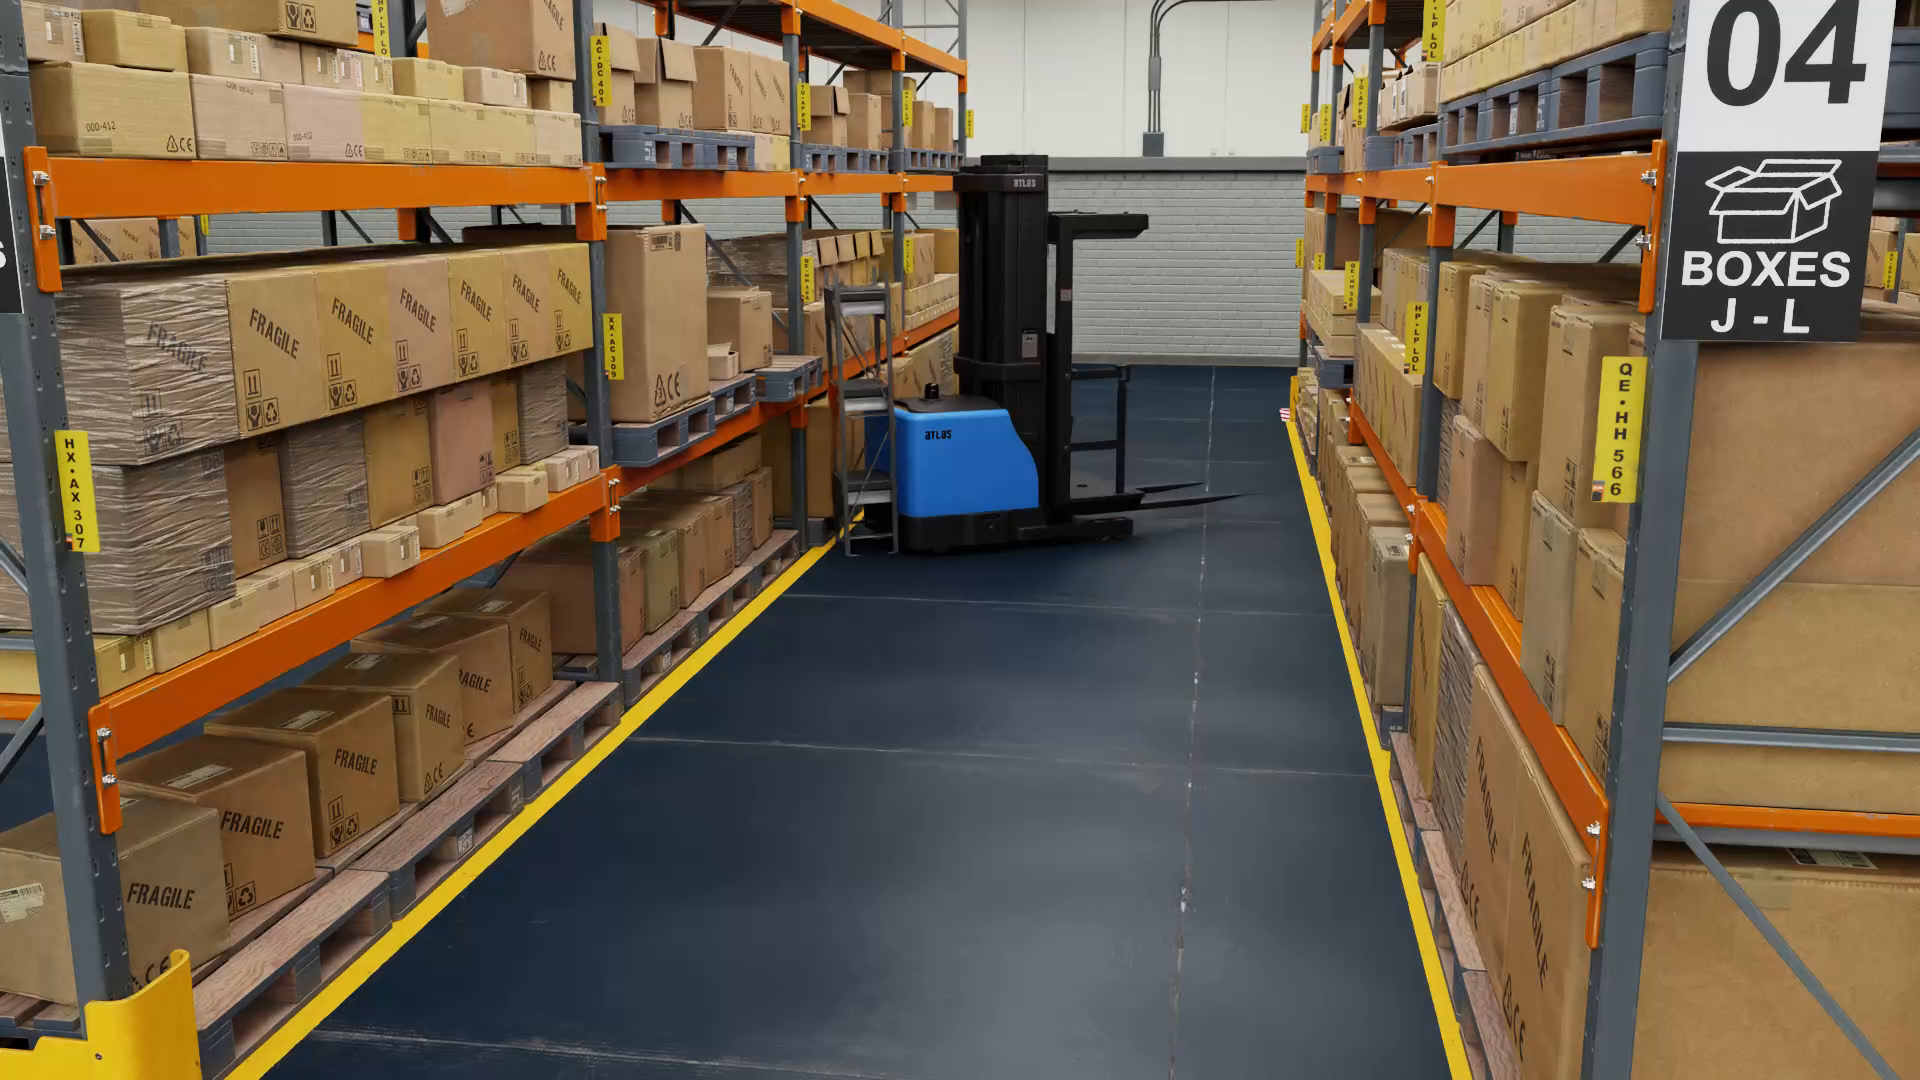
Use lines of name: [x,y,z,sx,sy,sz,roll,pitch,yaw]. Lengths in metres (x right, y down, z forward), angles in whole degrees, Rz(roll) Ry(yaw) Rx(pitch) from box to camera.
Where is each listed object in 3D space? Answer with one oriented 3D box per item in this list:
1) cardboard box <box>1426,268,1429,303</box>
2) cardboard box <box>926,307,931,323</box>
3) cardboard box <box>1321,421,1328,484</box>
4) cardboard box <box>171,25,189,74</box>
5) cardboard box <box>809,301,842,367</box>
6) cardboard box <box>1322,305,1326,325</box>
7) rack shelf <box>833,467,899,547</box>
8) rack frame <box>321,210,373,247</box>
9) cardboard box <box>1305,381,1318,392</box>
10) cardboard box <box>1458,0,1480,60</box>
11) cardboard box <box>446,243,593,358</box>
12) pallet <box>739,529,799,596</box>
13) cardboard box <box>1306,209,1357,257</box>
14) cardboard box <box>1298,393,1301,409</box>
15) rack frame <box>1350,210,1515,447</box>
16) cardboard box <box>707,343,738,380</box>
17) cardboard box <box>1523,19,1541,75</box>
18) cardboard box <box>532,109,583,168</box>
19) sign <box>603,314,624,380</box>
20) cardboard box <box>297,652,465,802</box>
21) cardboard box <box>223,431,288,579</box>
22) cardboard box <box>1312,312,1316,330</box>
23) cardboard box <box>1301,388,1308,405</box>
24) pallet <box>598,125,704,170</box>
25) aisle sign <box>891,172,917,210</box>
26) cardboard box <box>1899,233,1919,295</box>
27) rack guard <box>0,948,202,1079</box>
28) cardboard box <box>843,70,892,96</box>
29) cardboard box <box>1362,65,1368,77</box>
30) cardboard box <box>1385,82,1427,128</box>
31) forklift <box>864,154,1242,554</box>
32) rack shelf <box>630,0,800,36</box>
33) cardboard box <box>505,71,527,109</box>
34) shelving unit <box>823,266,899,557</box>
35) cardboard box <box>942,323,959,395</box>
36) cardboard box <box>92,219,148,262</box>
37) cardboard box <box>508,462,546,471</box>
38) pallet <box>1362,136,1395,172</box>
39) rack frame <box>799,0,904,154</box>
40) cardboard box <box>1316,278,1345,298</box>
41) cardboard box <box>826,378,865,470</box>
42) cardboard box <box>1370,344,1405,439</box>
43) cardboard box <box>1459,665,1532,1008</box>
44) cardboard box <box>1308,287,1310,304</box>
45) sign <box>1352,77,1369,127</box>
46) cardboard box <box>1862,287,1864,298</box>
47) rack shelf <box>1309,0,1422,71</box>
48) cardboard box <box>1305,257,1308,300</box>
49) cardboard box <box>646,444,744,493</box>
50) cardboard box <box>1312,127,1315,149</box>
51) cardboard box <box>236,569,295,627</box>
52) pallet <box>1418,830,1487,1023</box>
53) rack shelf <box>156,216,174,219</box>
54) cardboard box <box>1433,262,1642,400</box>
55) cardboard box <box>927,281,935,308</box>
cardboard box: [2.765,-1.123,8.471,0.700,0.500,0.500,2,12,8]
cardboard box: [-0.506,-2.367,17.452,0.380,0.149,0.250,2,12,8]
cardboard box: [3.392,-0.767,14.371,0.500,0.500,0.500,2,12,11]
cardboard box: [-2.560,-1.468,4.977,0.380,0.149,0.250,2,12,8]
cardboard box: [-1.233,-1.637,13.233,0.500,0.500,0.500,2,12,7]
cardboard box: [2.975,-1.715,12.724,0.380,0.149,0.250,2,12,9]
rack shelf: [-0.720,-0.269,12.591,0.431,0.518,0.480,-4,14,-12]
rack frame: [-5.932,-2.382,16.925,1.000,3.000,0.127,2,12,9]
cardboard box: [3.863,-1.602,17.665,0.380,0.149,0.250,2,12,10]
cardboard box: [2.189,-1.969,6.306,0.500,0.250,0.500,2,12,8]
cardboard box: [-2.066,-1.136,7.830,0.500,0.500,0.500,2,12,9]
pallet: [-1.775,0.137,11.856,1.003,0.211,1.213,2,12,9]
cardboard box: [3.958,-3.258,17.672,0.500,0.500,0.500,2,12,7]
cardboard box: [4.066,-1.585,18.999,0.380,0.149,0.250,2,12,10]
rack frame: [3.232,-1.207,11.473,1.000,3.000,0.127,2,12,9]
cardboard box: [-1.643,-1.172,10.635,0.396,0.266,0.258,2,12,7]
cardboard box: [1.914,-1.484,5.001,0.380,0.149,0.250,2,12,9]
cardboard box: [-2.081,-1.846,7.673,0.500,0.250,0.500,2,12,11]
sign: [-1.731,-0.963,8.288,0.100,0.325,0.005,2,12,9]
cardboard box: [-2.468,0.794,7.126,0.500,0.500,0.500,1,12,4]
cardboard box: [-2.813,-0.139,5.576,0.875,0.500,0.500,2,12,9]
cardboard box: [3.175,-1.840,14.010,0.380,0.149,0.250,1,12,6]
cardboard box: [3.934,-1.570,18.221,0.380,0.149,0.250,2,12,10]
pallet: [-2.068,-2.056,8.737,1.213,0.211,1.003,2,12,9]
aisle sign: [-0.708,-4.349,19.885,0.394,0.787,0.004,2,12,9]
cardboard box: [8.402,-2.356,14.193,0.500,0.500,0.500,2,12,9]
rack guard: [-2.872,1.483,4.926,1.175,0.500,0.348,2,12,9]
cardboard box: [-0.887,-4.553,16.628,0.500,0.250,0.500,1,12,5]
cardboard box: [3.102,-3.296,11.994,0.396,0.266,0.258,2,12,9]
cardboard box: [2.826,-2.606,9.968,0.500,0.250,0.500,2,12,10]
forklift: [0.802,-1.517,13.073,3.031,2.935,1.130,-5,13,-24]
rack shelf: [-1.961,-3.358,9.871,1.077,0.370,4.000,2,12,9]
cardboard box: [-2.117,-1.959,7.254,0.380,0.149,0.250,1,12,6]
shelving unit: [-0.738,-0.963,12.425,0.431,2.100,0.503,-4,14,-12]
cardboard box: [-0.442,-2.085,19.594,0.875,0.875,0.875,2,12,9]
cardboard box: [-10.159,-3.599,19.960,0.500,0.500,0.500,2,12,10]
cardboard box: [-2.157,-0.277,7.755,0.380,0.149,0.250,2,12,9]
pallet: [3.186,-2.445,10.547,1.213,0.211,1.003,2,12,11]
rack frame: [-1.038,-5.154,15.548,1.000,3.000,0.127,2,12,9]
cardboard box: [3.134,-2.077,13.696,0.380,0.149,0.250,2,12,11]
cardboard box: [-1.382,-0.884,14.020,1.225,0.875,0.875,2,12,9]
cardboard box: [2.664,-0.857,9.610,0.500,0.500,0.500,2,12,8]
cardboard box: [2.174,0.965,5.441,0.875,0.875,0.875,2,12,8]
cardboard box: [3.332,-2.200,14.977,0.380,0.149,0.250,2,12,10]
sign: [2.696,-2.944,11.187,0.100,0.325,0.005,2,12,9]
cardboard box: [8.647,-2.161,15.664,0.500,0.500,0.500,2,12,7]
rack shelf: [4.155,-5.035,16.713,1.077,0.370,4.000,2,12,9]
cardboard box: [4.063,-2.870,18.246,0.500,0.500,0.500,2,12,9]
cardboard box: [-1.798,-0.497,11.289,0.500,0.250,0.500,3,13,15]
cardboard box: [3.970,-4.213,17.472,0.500,0.250,0.500,2,12,9]
cardboard box: [-2.476,0.192,5.578,0.380,0.149,0.250,2,12,9]
pallet: [2.238,1.399,5.999,1.003,0.211,1.213,2,12,9]
rack shelf: [-6.855,-2.247,10.889,1.077,0.370,4.000,2,12,9]
cardboard box: [2.526,-0.900,7.129,0.875,0.550,0.550,2,12,9]
cardboard box: [-0.551,-2.594,17.560,0.500,0.250,0.500,2,12,10]
